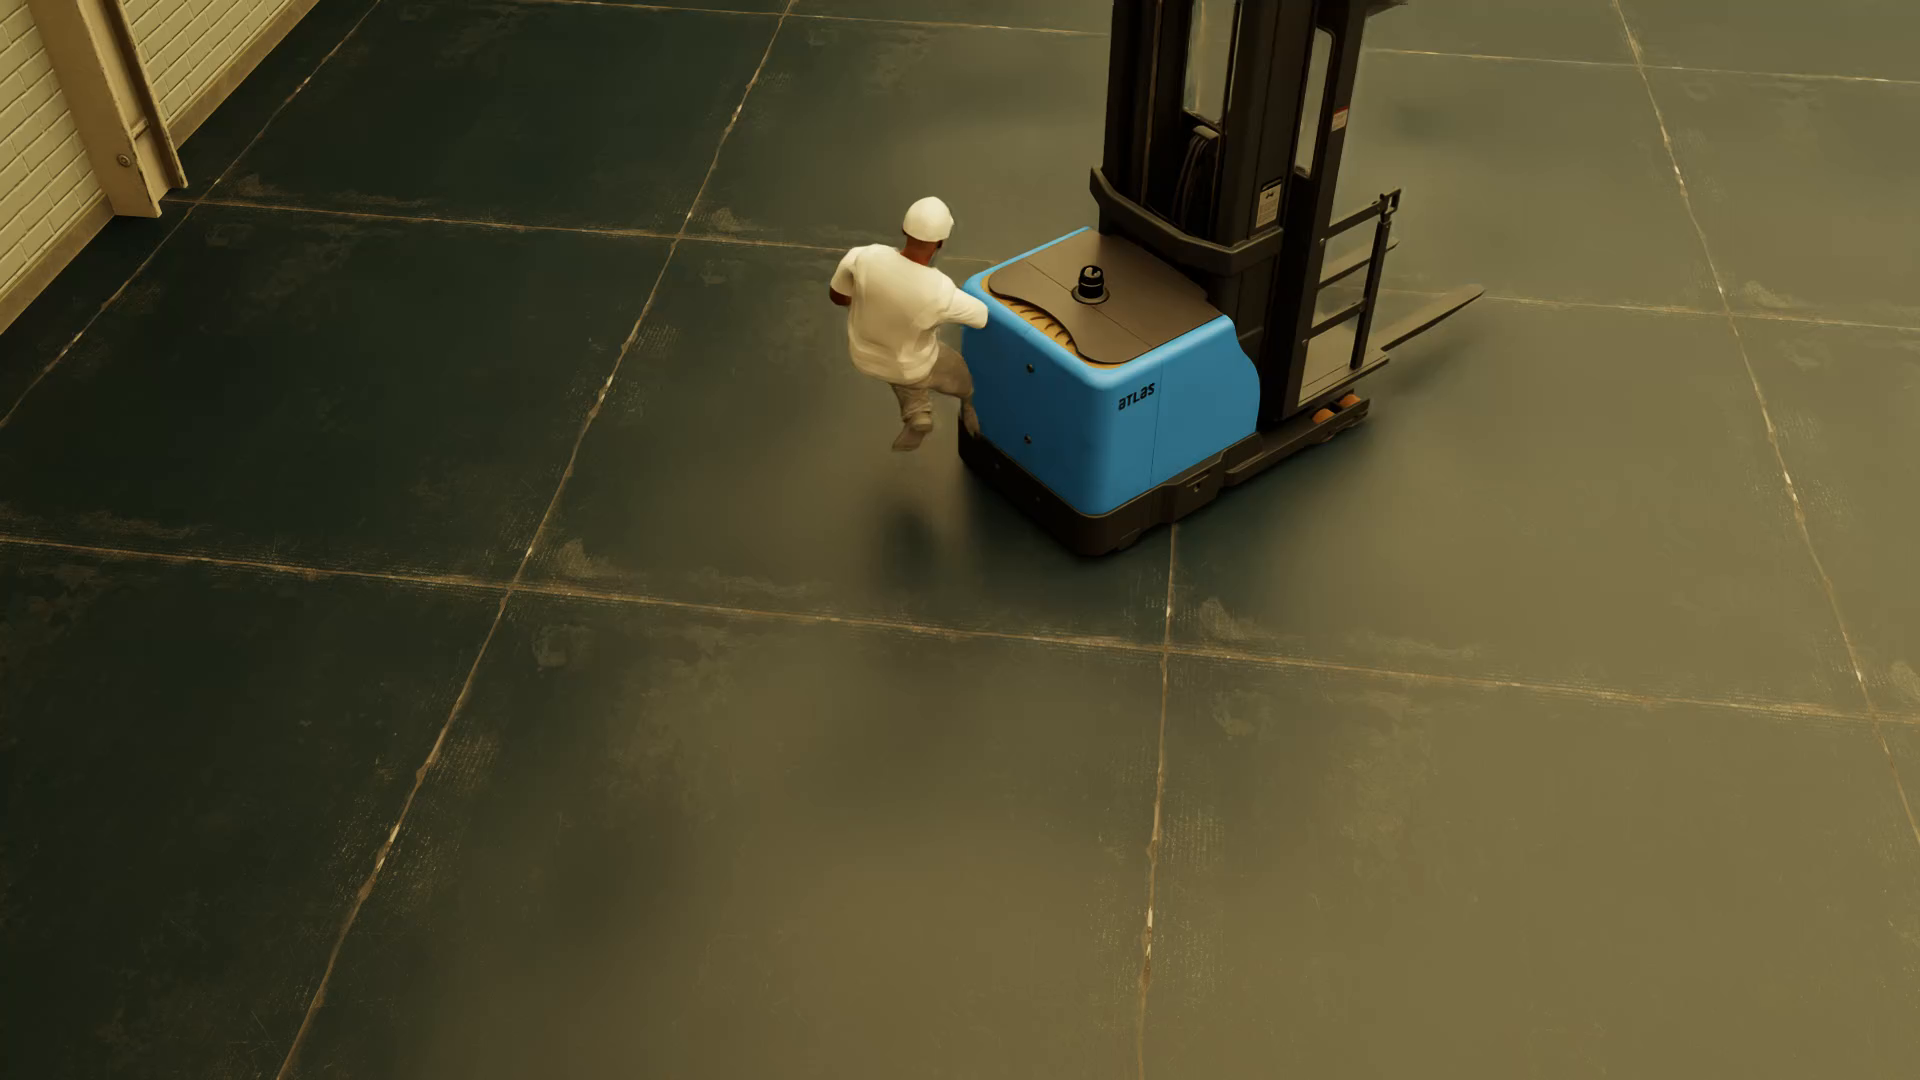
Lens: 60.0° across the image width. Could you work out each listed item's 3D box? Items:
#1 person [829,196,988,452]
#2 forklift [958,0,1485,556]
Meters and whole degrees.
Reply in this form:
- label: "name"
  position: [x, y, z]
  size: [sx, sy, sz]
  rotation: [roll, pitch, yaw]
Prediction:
- label: "person"
  position: [-0.132, -0.978, 7.777]
  size: [0.813, 1.609, 0.751]
  rotation: [16, 45, 17]
- label: "forklift"
  position: [1.464, -1.833, 7.719]
  size: [3.031, 2.935, 1.130]
  rotation: [-28, 49, -27]
